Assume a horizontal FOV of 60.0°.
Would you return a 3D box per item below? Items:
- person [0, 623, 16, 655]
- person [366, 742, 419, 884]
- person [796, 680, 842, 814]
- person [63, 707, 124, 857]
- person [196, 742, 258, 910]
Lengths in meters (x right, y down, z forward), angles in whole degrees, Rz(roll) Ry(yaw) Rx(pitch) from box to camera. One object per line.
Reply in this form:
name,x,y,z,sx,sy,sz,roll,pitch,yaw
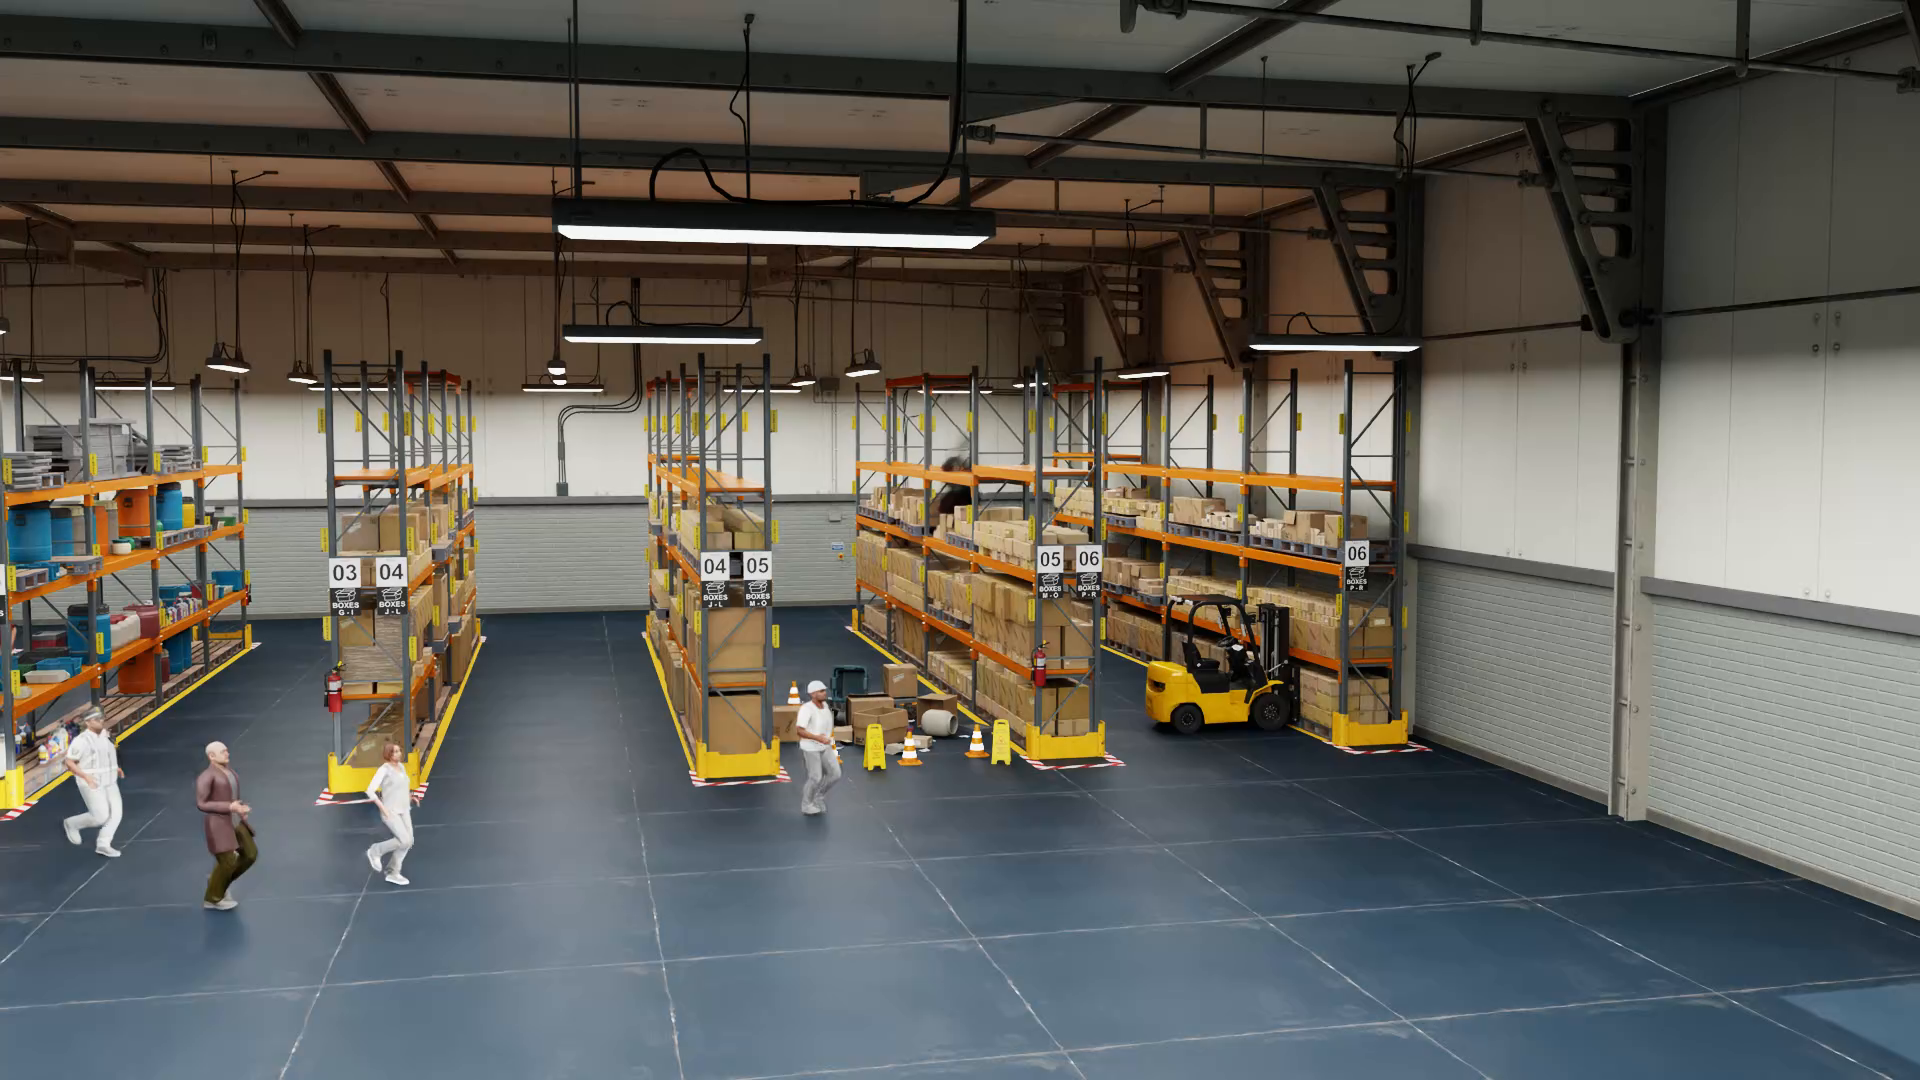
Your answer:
person,-17.584,2.057,30.238,0.689,1.727,0.666,-1,4,-18
person,-6.183,2.976,18.141,0.542,1.557,0.545,1,4,17
person,-1.791,2.657,21.189,0.626,1.743,0.705,3,5,35
person,-10.073,2.801,19.336,0.646,1.755,0.672,1,4,14
person,-7.511,2.933,17.103,0.634,1.733,0.698,1,4,9
